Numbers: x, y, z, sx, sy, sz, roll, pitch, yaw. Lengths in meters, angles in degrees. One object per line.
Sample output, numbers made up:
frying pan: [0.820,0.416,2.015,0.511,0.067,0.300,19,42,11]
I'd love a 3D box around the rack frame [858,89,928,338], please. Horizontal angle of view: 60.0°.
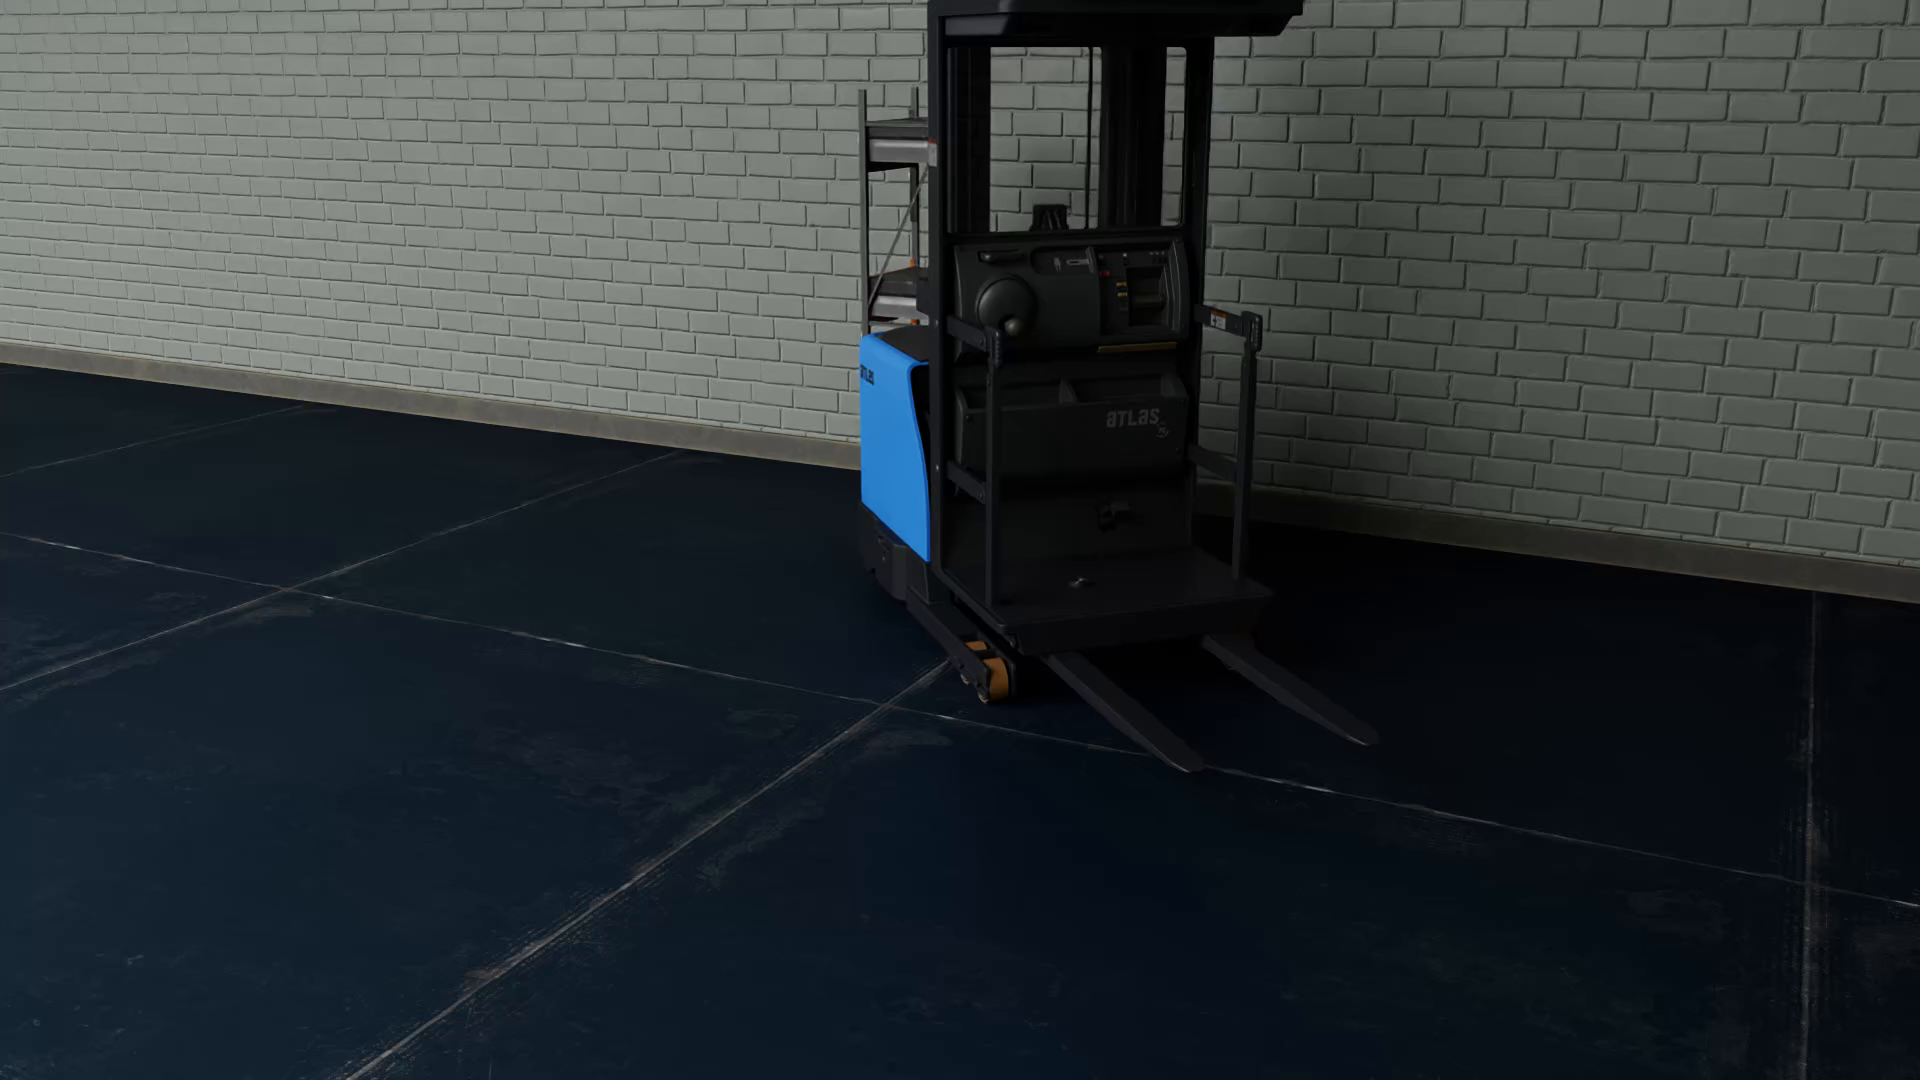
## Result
rack frame: [-0.274,-0.979,7.633,0.400,2.100,0.015,8,18,26]

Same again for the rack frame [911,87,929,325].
rack frame: [-0.052,-1.103,8.049,0.400,2.100,0.015,8,18,26]

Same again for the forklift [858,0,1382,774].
forklift: [0.498,-0.943,6.050,1.130,2.935,3.031,-6,17,-18]

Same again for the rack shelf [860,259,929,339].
rack shelf: [-0.163,-1.028,7.845,0.431,0.518,0.480,8,18,26]

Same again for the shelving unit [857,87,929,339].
shelving unit: [-0.163,-1.041,7.841,0.431,2.100,0.503,8,18,26]

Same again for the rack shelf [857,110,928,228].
rack shelf: [-0.163,-1.699,7.646,0.431,0.518,0.480,8,18,26]
